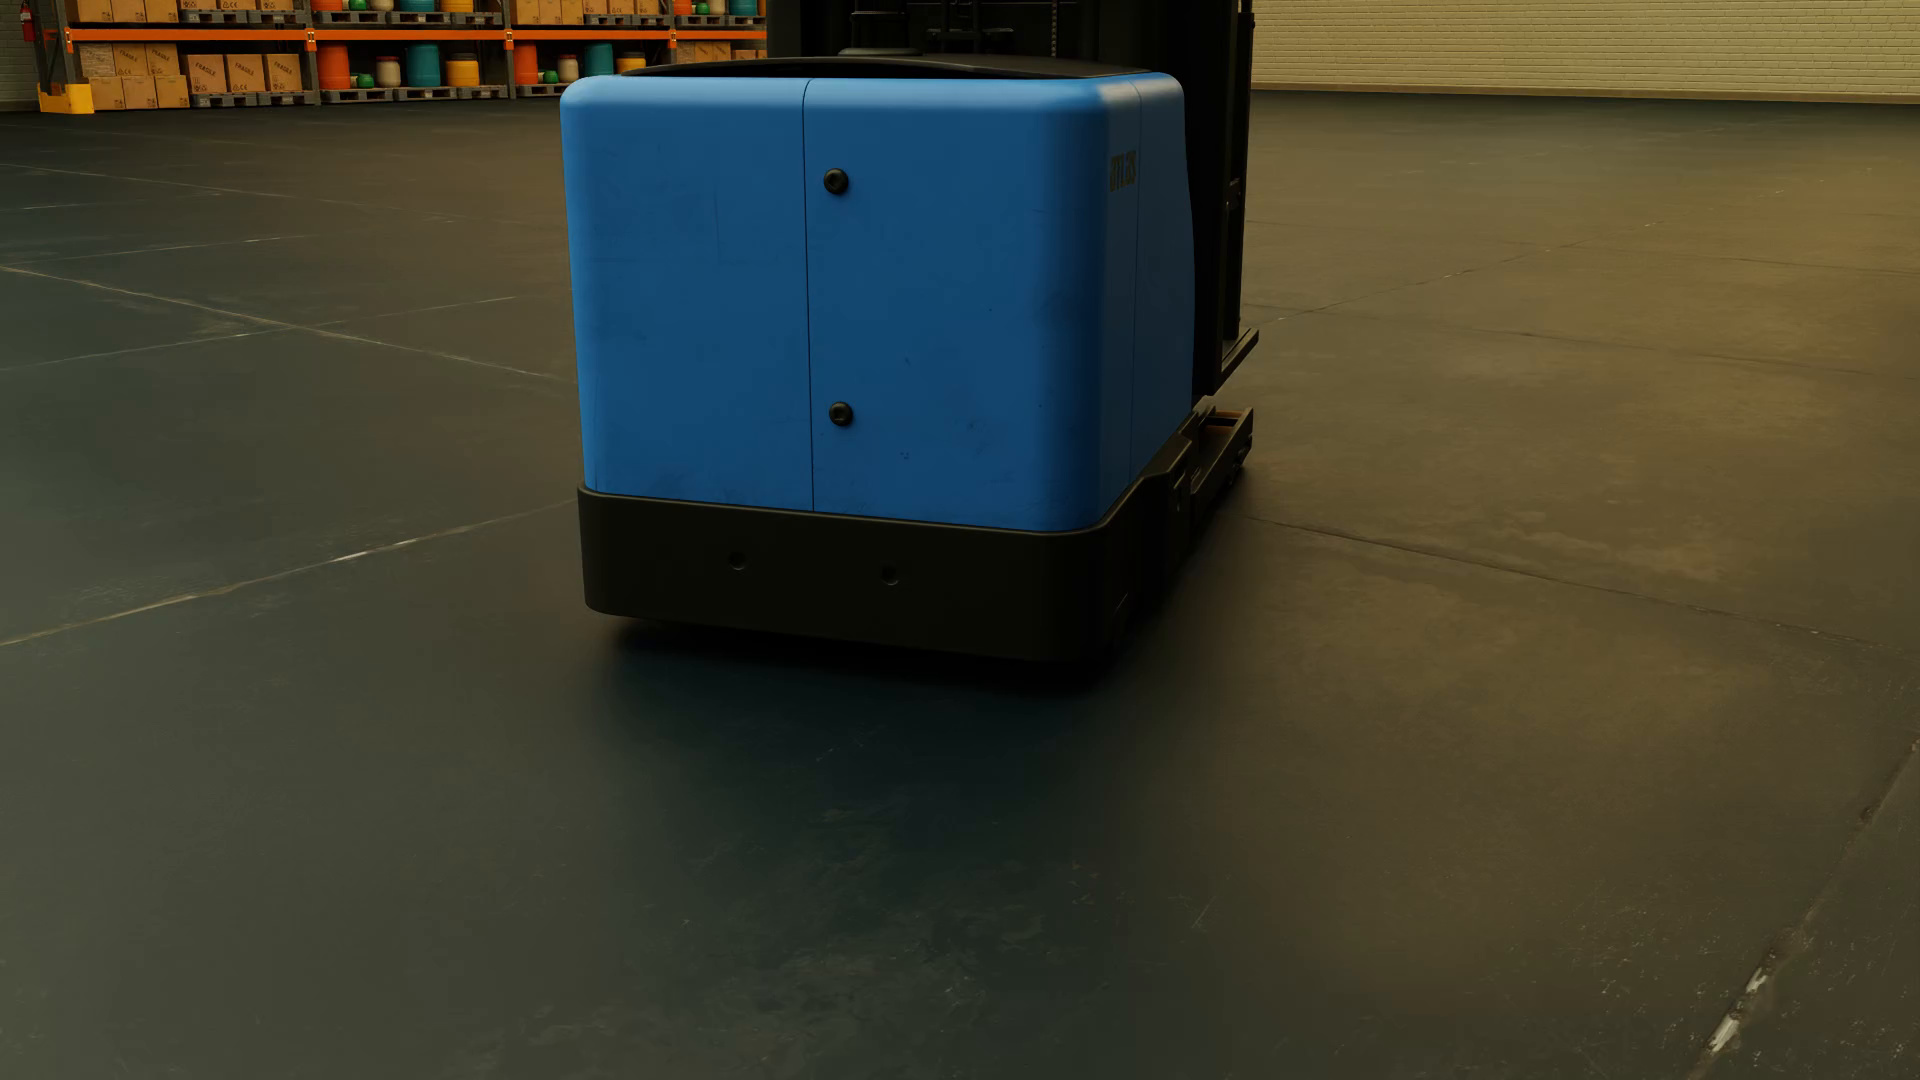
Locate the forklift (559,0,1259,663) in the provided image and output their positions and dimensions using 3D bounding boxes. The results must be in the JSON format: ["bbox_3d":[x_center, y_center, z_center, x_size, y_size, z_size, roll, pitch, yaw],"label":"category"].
[{"bbox_3d":[0.182,-1.571,4.072,1.130,2.935,3.031,5,18,17],"label":"forklift"}]
